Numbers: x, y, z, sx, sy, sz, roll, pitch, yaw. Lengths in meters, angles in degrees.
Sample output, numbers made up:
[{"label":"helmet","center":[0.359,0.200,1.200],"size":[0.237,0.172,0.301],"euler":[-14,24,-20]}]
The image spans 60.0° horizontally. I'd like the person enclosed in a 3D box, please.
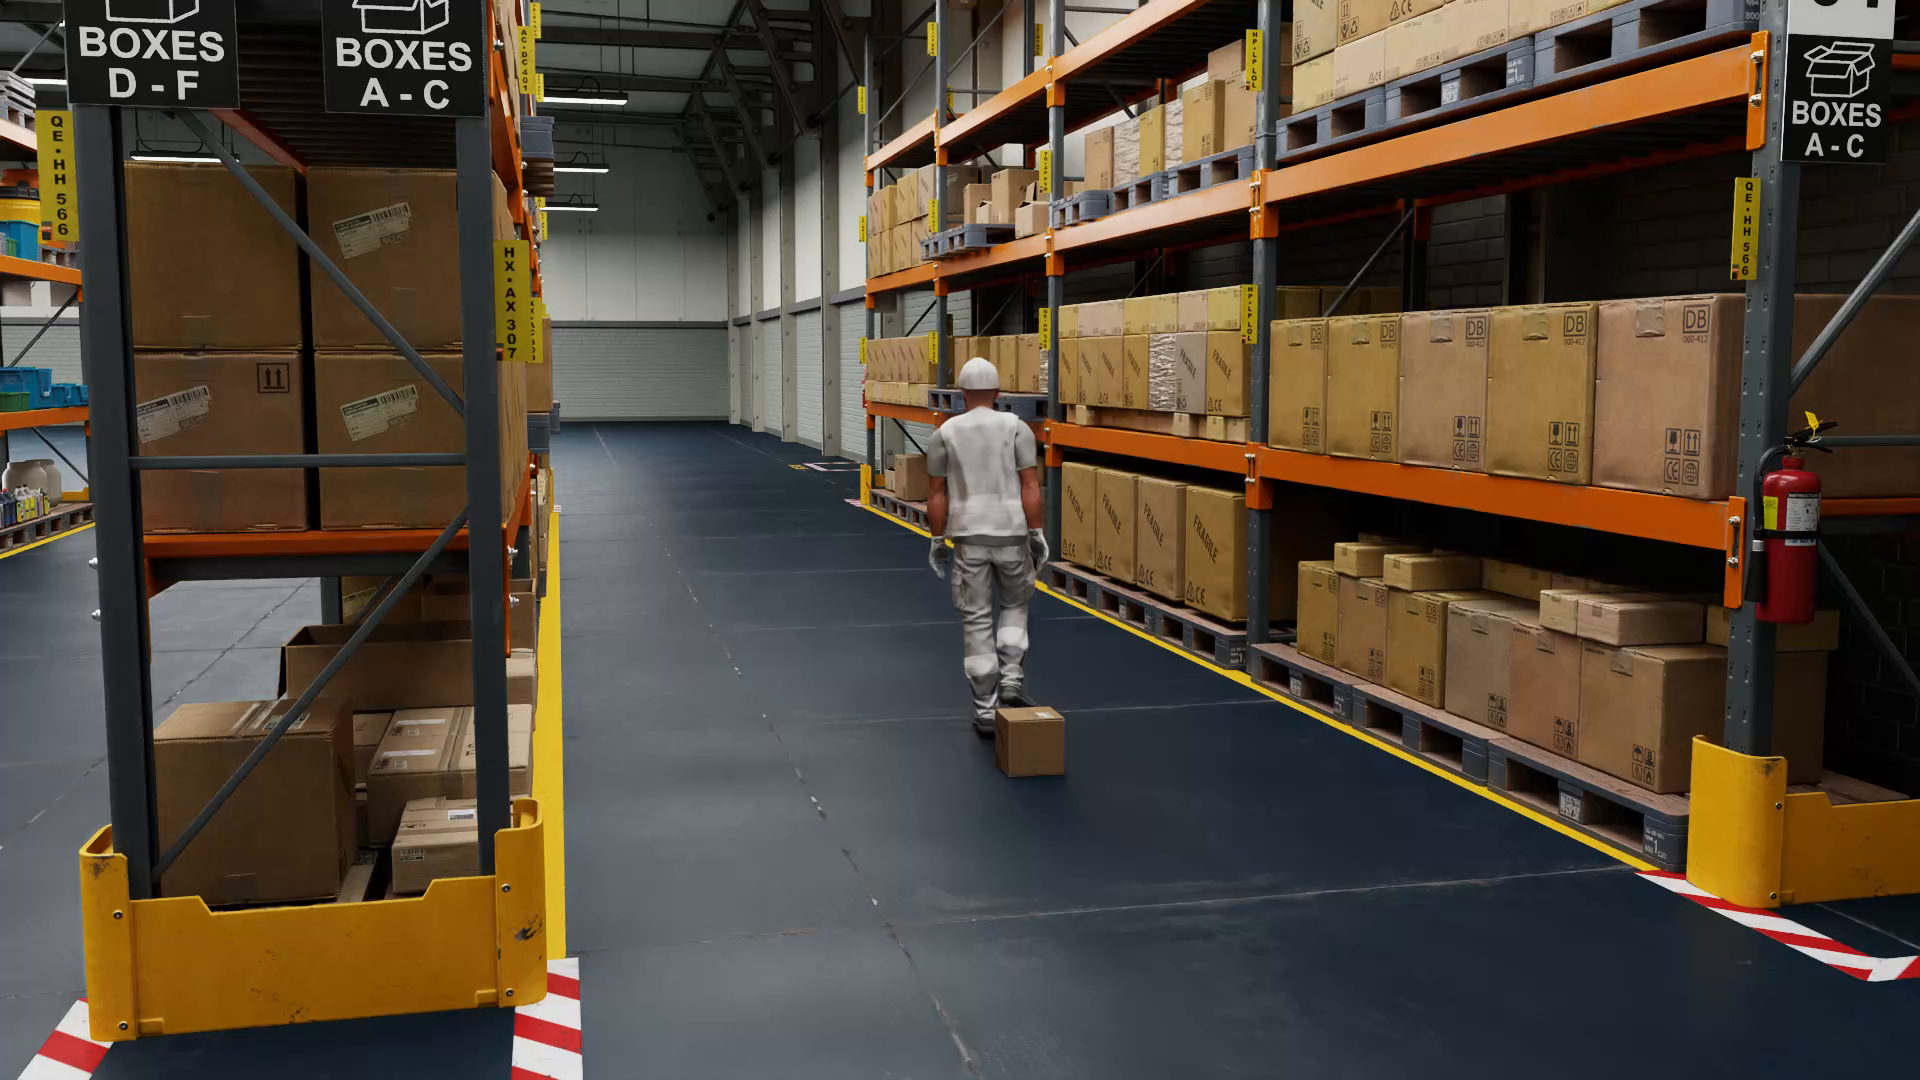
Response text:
[{"label":"person","center":[0.129,0.009,8.006],"size":[0.580,1.768,0.502],"euler":[0,6,-2]}]
